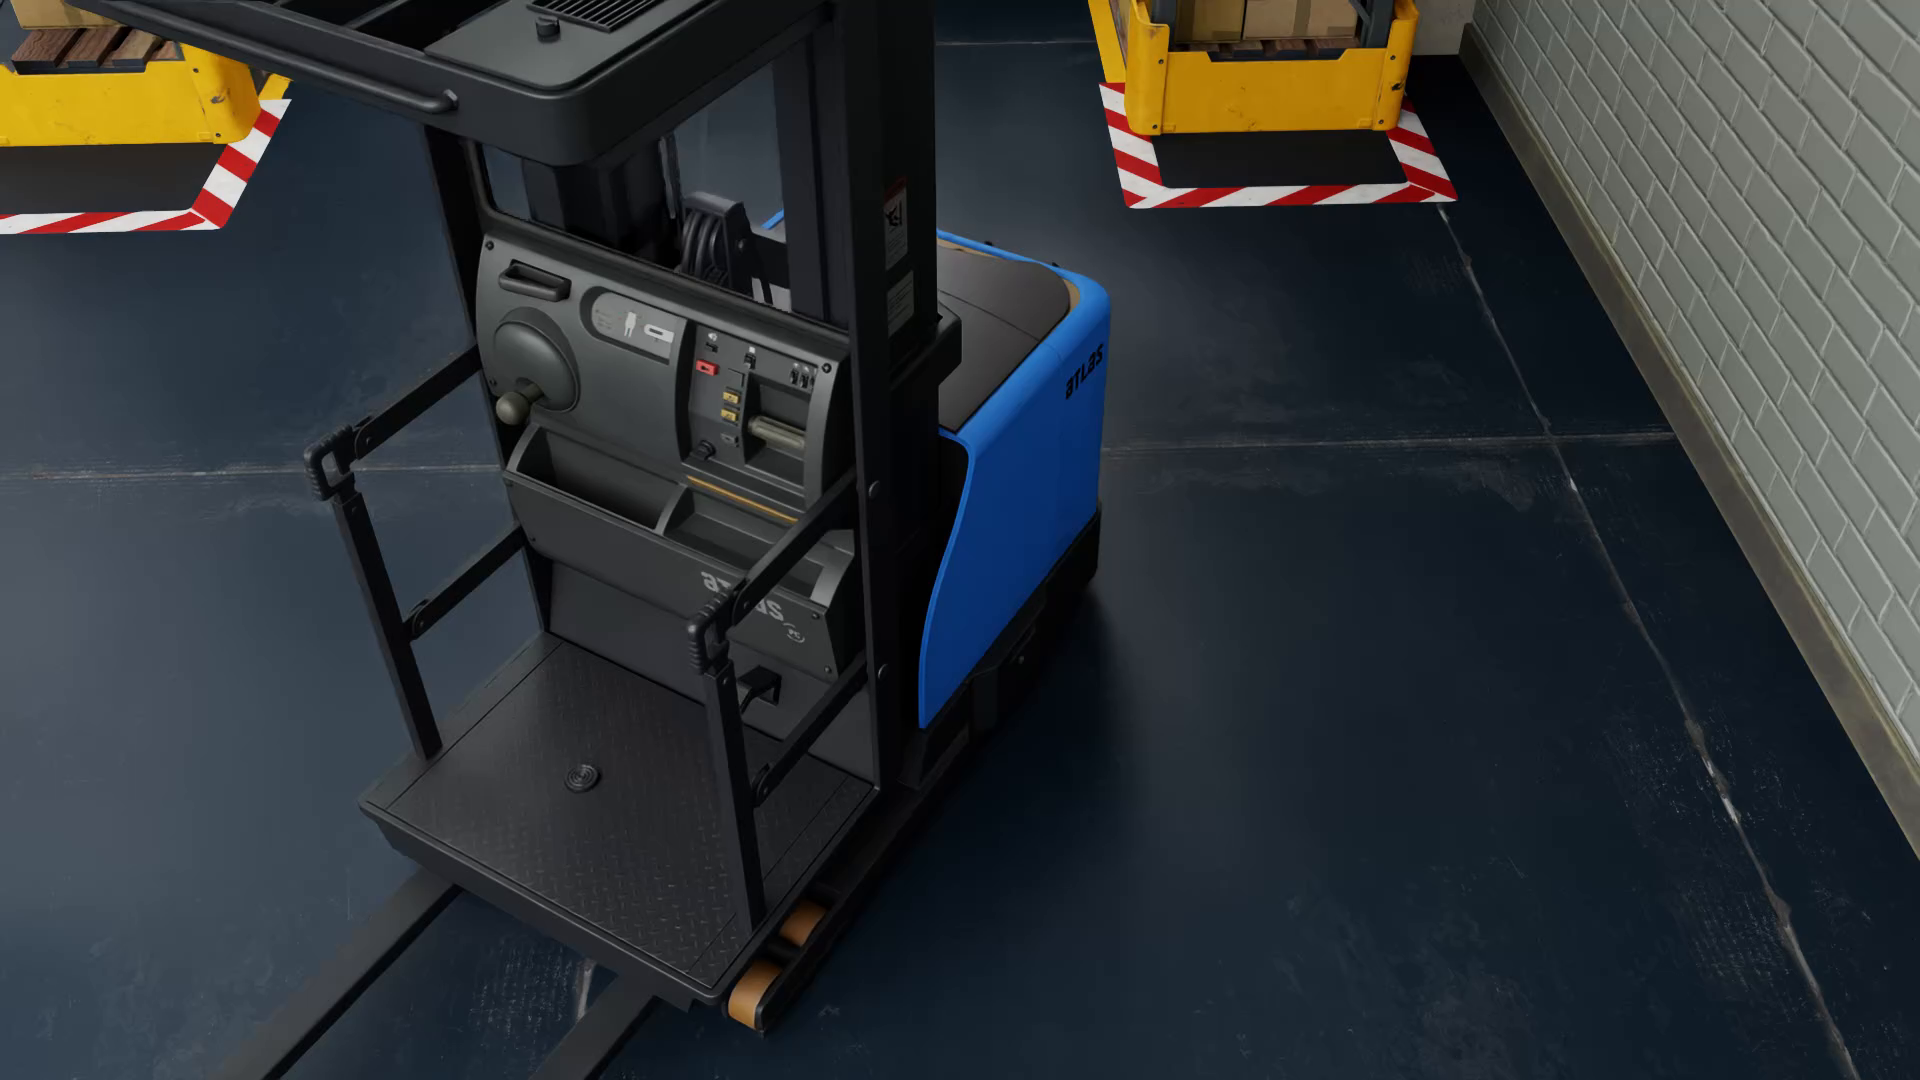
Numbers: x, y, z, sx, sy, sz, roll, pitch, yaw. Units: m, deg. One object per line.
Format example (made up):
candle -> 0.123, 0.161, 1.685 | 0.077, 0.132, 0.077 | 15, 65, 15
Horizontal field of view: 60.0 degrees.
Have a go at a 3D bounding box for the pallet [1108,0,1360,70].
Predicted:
pallet -> 1.239, -2.480, 7.799 | 1.003, 0.211, 1.213 | -2, 43, -2

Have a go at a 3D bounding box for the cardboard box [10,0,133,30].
cardboard box -> -3.950, -2.543, 7.529 | 0.500, 0.250, 0.500 | -2, 43, -2

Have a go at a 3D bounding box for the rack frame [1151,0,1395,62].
rack frame -> 1.313, -2.993, 6.295 | 1.000, 3.000, 0.127 | -2, 43, -2

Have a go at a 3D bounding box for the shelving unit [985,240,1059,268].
shelving unit -> 0.128, -0.445, 5.070 | 0.258, 0.900, 0.210 | 22, 47, 22

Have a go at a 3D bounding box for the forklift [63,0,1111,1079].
forklift -> -0.762, -0.275, 3.381 | 1.130, 2.935, 3.031 | 22, 47, 22

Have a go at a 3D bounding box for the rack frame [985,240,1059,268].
rack frame -> 0.179, -0.505, 5.135 | 0.240, 0.900, 0.006 | 22, 47, 22

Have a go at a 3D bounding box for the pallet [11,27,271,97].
pallet -> -3.649, -2.421, 7.735 | 1.003, 0.211, 1.213 | -2, 43, -2

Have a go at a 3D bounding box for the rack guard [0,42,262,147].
rack guard -> -3.649, -1.978, 7.038 | 1.175, 0.500, 0.348 | -2, 43, -2

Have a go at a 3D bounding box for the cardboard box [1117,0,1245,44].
cardboard box -> 0.977, -2.442, 7.419 | 0.500, 0.250, 0.500 | -1, 43, -1

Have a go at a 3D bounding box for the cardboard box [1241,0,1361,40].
cardboard box -> 1.487, -2.471, 7.450 | 0.500, 0.250, 0.500 | -1, 43, -2

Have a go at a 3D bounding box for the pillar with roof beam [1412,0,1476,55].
pillar with roof beam -> -2.117, -5.577, 4.674 | 9.100, 9.000, 0.400 | -2, 43, -2

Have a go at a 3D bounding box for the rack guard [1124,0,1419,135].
rack guard -> 1.314, -2.055, 7.122 | 1.175, 0.500, 0.348 | -2, 43, -2

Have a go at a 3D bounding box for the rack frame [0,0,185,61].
rack frame -> -3.646, -2.848, 6.137 | 1.000, 3.000, 0.127 | -2, 43, -2
